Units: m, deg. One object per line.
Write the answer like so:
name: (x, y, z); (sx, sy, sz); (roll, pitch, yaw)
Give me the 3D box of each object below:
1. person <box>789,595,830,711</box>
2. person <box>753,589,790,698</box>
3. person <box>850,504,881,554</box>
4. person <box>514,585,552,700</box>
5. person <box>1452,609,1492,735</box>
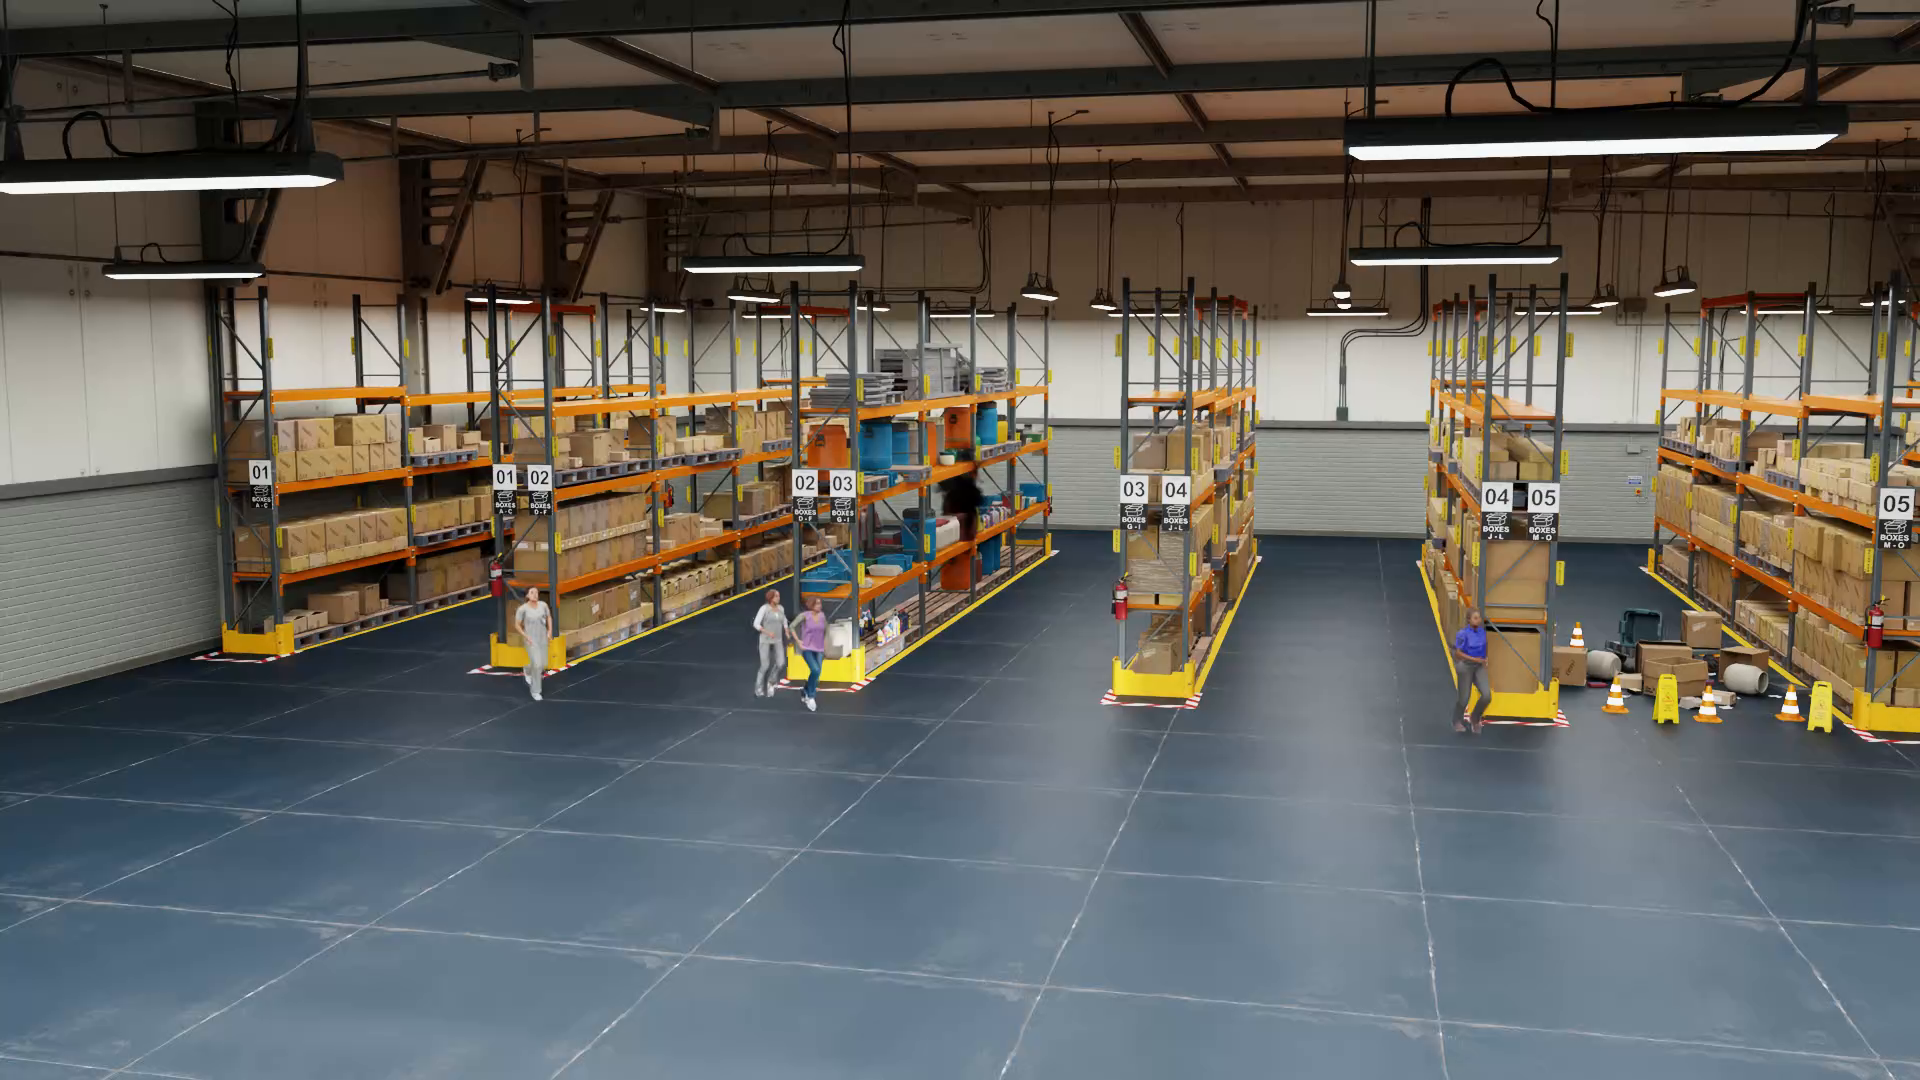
person: (-2.055, 1.560, 23.186); (0.547, 1.590, 0.624); (-5, 8, -35)
person: (-2.684, 1.482, 23.918); (0.615, 1.564, 0.570); (-4, 8, -33)
person: (-2.065, -0.014, 36.125); (0.709, 1.742, 0.799); (1, 7, 7)
person: (-6.160, 1.466, 23.970); (0.572, 1.621, 0.626); (-5, 8, -38)
person: (6.679, 1.729, 21.578); (0.606, 1.681, 0.686); (-2, 7, -18)
